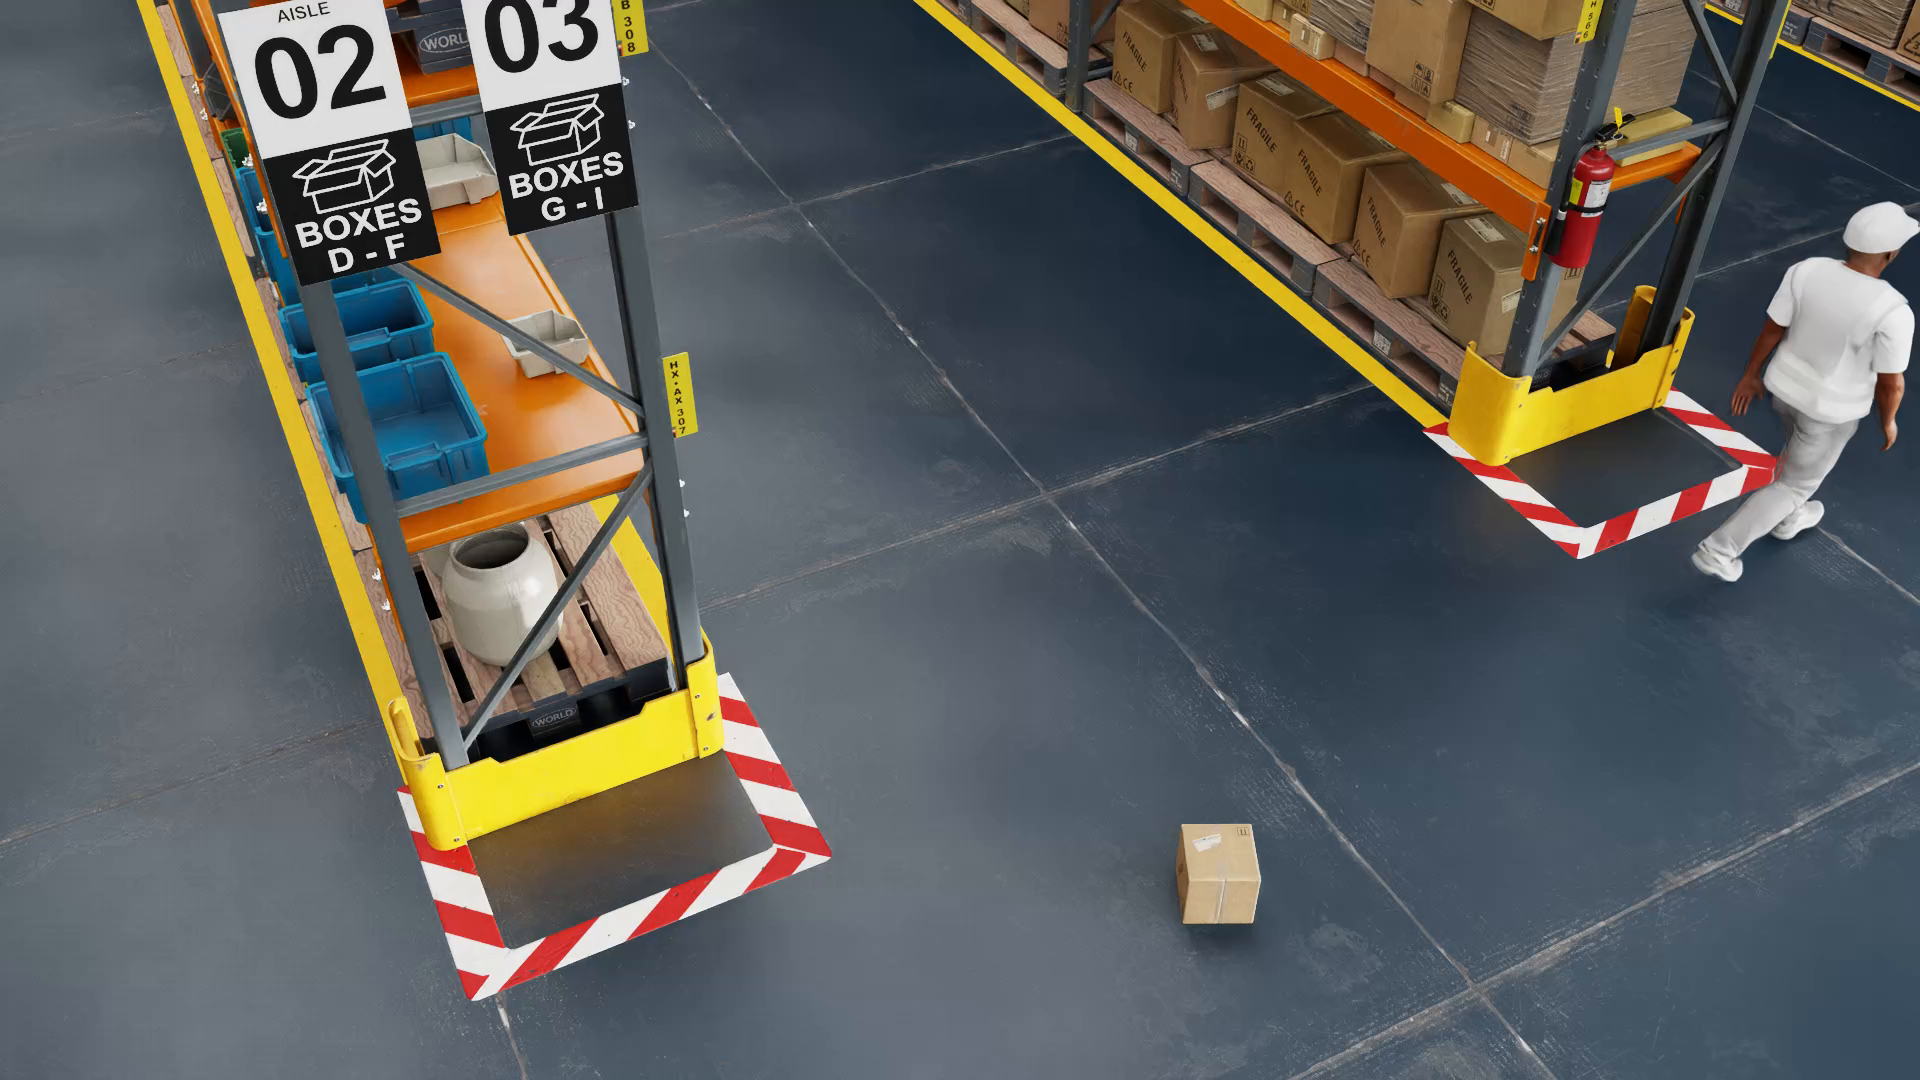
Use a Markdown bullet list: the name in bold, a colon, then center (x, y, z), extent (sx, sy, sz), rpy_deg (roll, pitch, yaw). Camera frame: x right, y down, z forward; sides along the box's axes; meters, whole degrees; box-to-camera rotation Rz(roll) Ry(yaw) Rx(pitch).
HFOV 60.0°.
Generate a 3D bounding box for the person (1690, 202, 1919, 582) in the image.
- **person**: center (3.512, -0.588, 6.815), extent (0.963, 1.733, 0.581), rpy_deg (-19, 44, -20)
